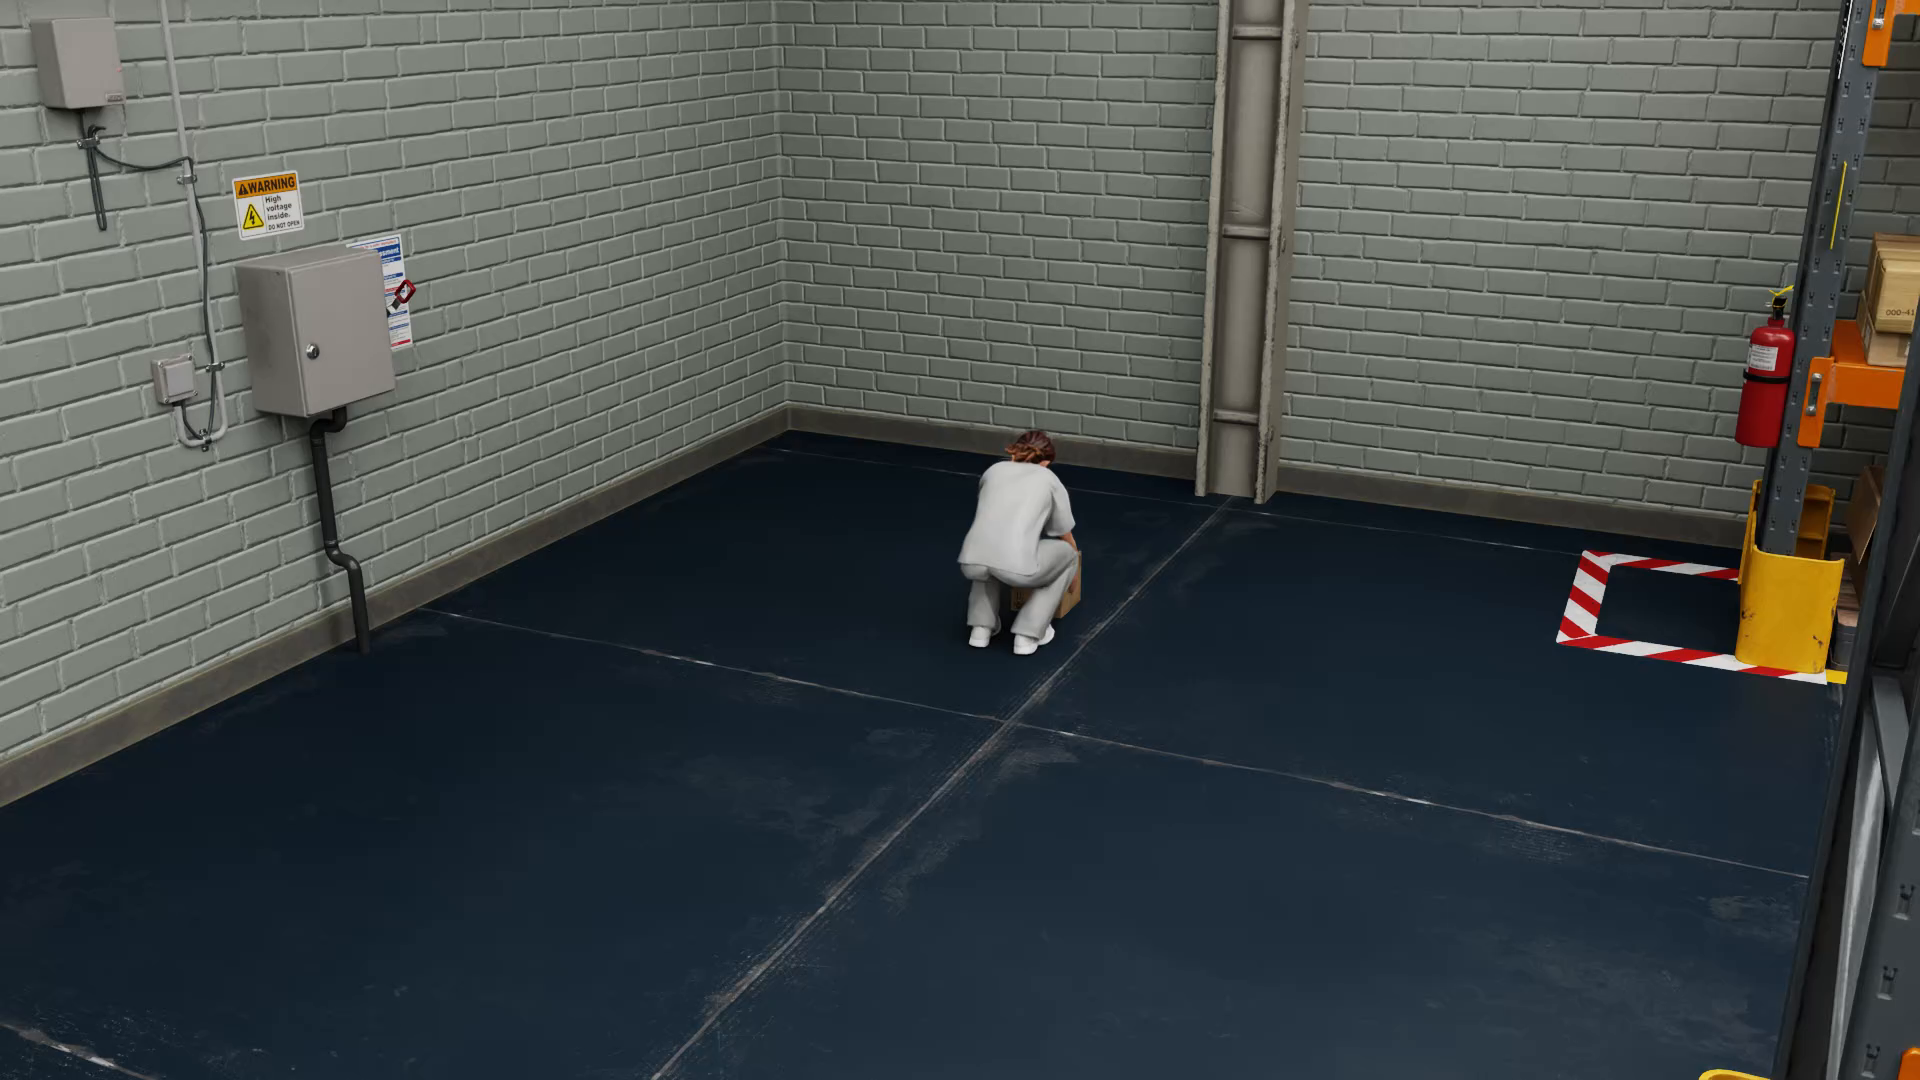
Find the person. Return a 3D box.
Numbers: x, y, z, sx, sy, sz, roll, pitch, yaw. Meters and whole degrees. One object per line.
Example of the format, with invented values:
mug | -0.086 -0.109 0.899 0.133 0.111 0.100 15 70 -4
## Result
person | 0.255 0.008 7.317 0.484 0.847 0.801 8 21 23
